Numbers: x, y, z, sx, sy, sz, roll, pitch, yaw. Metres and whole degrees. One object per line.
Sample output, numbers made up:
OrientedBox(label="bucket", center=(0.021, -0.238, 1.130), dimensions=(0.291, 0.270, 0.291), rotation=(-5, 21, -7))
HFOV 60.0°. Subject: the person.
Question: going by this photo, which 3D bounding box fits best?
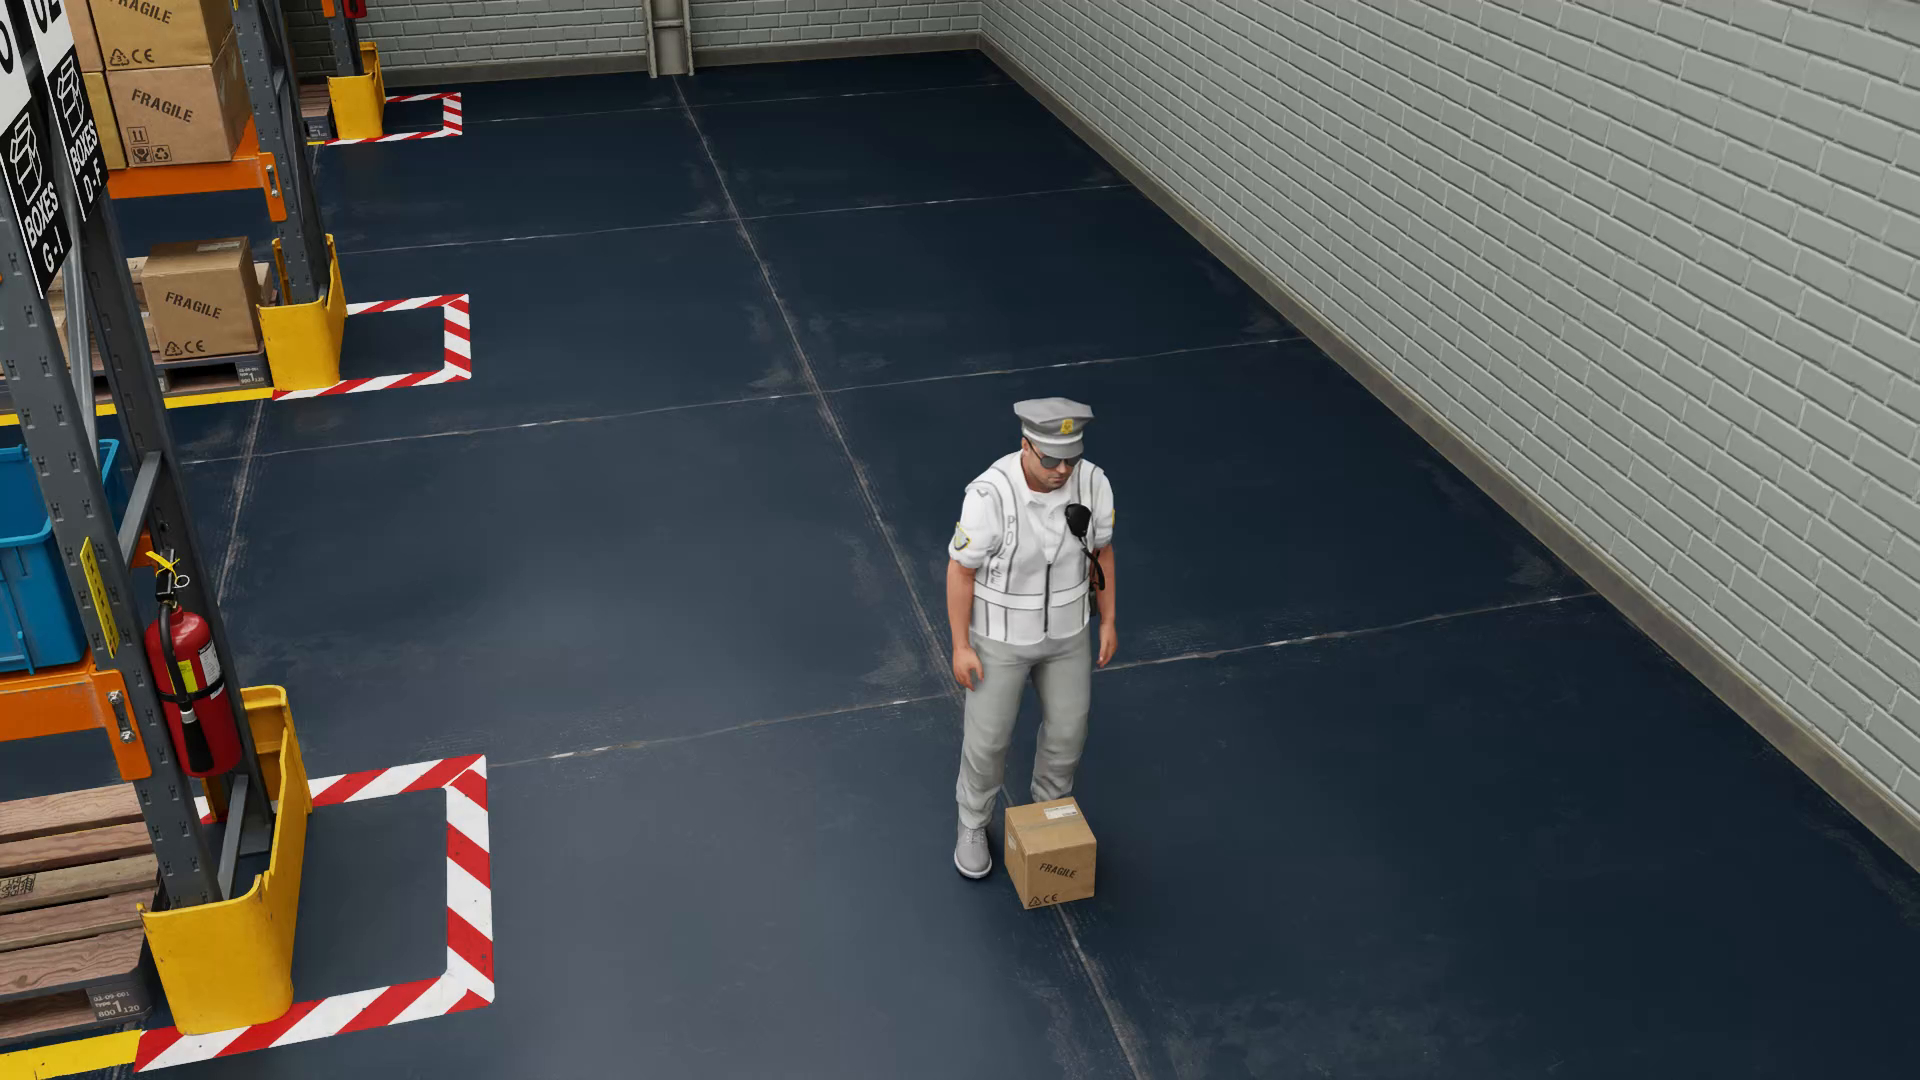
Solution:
OrientedBox(label="person", center=(0.237, 0.300, 5.603), dimensions=(0.600, 1.749, 0.434), rotation=(-9, 31, -15))
